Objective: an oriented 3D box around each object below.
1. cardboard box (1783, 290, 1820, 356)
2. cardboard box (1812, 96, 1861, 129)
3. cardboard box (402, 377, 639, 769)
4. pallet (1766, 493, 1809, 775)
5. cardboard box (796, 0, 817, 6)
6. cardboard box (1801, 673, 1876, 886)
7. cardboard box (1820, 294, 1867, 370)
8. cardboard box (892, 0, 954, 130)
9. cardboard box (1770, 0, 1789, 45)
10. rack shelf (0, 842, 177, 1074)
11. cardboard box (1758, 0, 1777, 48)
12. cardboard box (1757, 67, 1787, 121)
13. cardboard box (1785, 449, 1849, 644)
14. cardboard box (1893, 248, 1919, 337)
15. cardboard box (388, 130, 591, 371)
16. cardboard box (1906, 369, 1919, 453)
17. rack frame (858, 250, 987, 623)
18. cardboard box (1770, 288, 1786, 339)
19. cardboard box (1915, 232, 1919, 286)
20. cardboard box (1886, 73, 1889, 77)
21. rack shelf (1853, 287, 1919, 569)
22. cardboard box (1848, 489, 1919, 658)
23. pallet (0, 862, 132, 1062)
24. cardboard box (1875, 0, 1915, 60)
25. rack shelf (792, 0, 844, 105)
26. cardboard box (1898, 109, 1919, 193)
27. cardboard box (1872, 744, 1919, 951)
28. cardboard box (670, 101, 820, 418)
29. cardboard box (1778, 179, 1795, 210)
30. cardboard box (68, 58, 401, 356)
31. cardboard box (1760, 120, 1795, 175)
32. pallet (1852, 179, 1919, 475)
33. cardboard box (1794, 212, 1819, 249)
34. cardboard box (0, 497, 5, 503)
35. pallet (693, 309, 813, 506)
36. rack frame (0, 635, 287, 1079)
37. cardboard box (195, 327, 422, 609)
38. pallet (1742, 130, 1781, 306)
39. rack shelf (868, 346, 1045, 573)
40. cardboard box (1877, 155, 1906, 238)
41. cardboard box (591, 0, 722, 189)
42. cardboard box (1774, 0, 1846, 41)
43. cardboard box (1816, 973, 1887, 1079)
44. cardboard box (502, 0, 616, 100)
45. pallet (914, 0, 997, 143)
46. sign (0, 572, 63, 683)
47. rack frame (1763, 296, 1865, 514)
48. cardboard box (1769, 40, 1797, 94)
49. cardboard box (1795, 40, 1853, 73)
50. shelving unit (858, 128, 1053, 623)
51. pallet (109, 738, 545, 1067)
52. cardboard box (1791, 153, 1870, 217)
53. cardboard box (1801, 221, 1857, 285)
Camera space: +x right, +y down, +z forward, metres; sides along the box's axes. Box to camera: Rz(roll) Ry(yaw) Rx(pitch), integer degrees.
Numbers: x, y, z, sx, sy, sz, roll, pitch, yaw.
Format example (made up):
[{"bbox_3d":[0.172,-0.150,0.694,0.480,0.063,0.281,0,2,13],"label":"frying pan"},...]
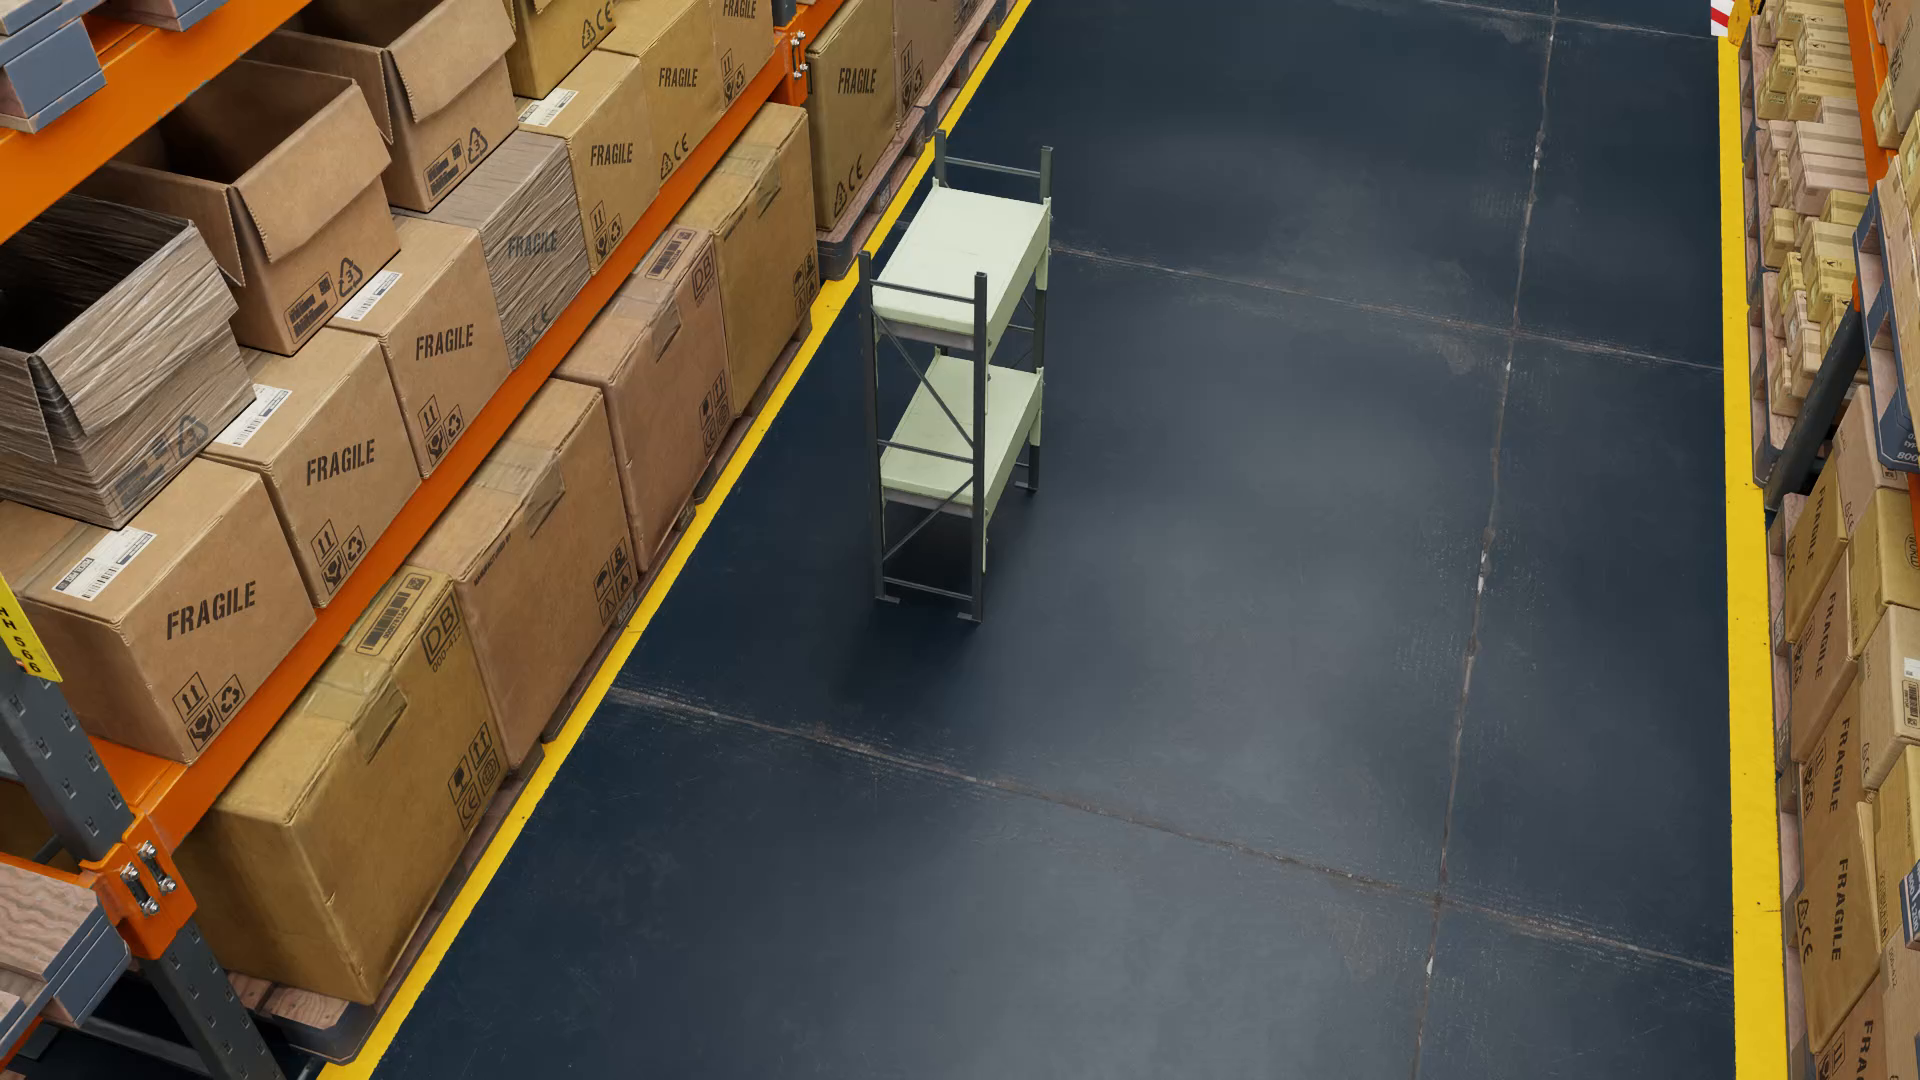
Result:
[{"bbox_3d":[3.433,-0.815,6.464,0.380,0.149,0.250,11,45,11],"label":"cardboard box"},{"bbox_3d":[3.935,-1.781,7.238,0.380,0.149,0.250,13,46,13],"label":"cardboard box"},{"bbox_3d":[-1.831,-0.008,5.332,1.225,0.875,0.875,13,46,13],"label":"cardboard box"},{"bbox_3d":[3.336,0.399,5.692,1.003,0.211,1.213,13,46,13],"label":"pallet"},{"bbox_3d":[-0.719,-2.272,6.607,0.380,0.149,0.250,13,46,13],"label":"cardboard box"},{"bbox_3d":[2.790,0.767,4.808,0.500,0.500,0.500,13,46,13],"label":"cardboard box"},{"bbox_3d":[3.430,-0.753,6.188,0.380,0.149,0.250,14,46,14],"label":"cardboard box"},{"bbox_3d":[-0.577,-2.649,8.031,0.875,0.875,0.875,13,46,13],"label":"cardboard box"},{"bbox_3d":[4.242,-2.556,8.242,0.380,0.149,0.250,12,46,12],"label":"cardboard box"},{"bbox_3d":[-2.943,2.021,2.554,1.077,0.370,4.000,13,46,13],"label":"rack shelf"},{"bbox_3d":[4.318,-2.633,8.534,0.380,0.149,0.250,13,46,13],"label":"cardboard box"},{"bbox_3d":[4.066,-2.127,8.017,0.380,0.149,0.250,13,46,13],"label":"cardboard box"},{"bbox_3d":[3.094,0.062,5.529,0.500,0.500,0.500,14,46,14],"label":"cardboard box"},{"bbox_3d":[2.855,-0.661,4.660,0.380,0.149,0.250,13,46,13],"label":"cardboard box"},{"bbox_3d":[-1.472,-0.890,4.944,0.500,0.500,0.500,13,46,13],"label":"cardboard box"},{"bbox_3d":[2.701,-0.324,4.316,0.380,0.149,0.250,11,45,11],"label":"cardboard box"},{"bbox_3d":[-0.113,-0.288,5.472,0.400,1.500,0.023,13,46,12],"label":"rack frame"},{"bbox_3d":[3.541,-0.927,6.791,0.380,0.149,0.250,11,45,11],"label":"cardboard box"},{"bbox_3d":[2.858,-0.774,4.562,0.380,0.149,0.250,14,46,13],"label":"cardboard box"},{"bbox_3d":[3.546,-1.628,5.948,0.380,0.149,0.250,14,46,14],"label":"cardboard box"},{"bbox_3d":[2.965,0.473,4.136,1.077,0.370,4.000,13,46,13],"label":"rack shelf"},{"bbox_3d":[2.936,0.150,4.903,0.500,0.250,0.500,14,46,14],"label":"cardboard box"},{"bbox_3d":[-2.452,0.997,3.224,1.213,0.211,1.003,13,46,13],"label":"pallet"},{"bbox_3d":[3.606,-1.988,5.852,0.500,0.500,0.500,11,46,11],"label":"cardboard box"},{"bbox_3d":[-0.520,-3.311,8.004,1.077,0.370,4.000,13,46,13],"label":"rack shelf"},{"bbox_3d":[3.013,-1.119,4.915,0.380,0.149,0.250,13,46,13],"label":"cardboard box"},{"bbox_3d":[2.628,0.838,4.199,0.500,0.250,0.500,14,46,13],"label":"cardboard box"},{"bbox_3d":[-1.301,-1.195,6.546,1.225,0.875,0.875,13,46,13],"label":"cardboard box"},{"bbox_3d":[3.821,-1.432,7.306,0.380,0.149,0.250,13,46,13],"label":"cardboard box"},{"bbox_3d":[-1.901,-0.881,4.217,0.797,0.503,0.637,14,46,13],"label":"cardboard box"},{"bbox_3d":[3.921,-1.790,7.672,0.380,0.149,0.250,10,45,11],"label":"cardboard box"},{"bbox_3d":[3.200,-0.570,4.825,1.003,0.211,1.213,13,46,13],"label":"pallet"},{"bbox_3d":[3.725,-1.318,6.977,0.380,0.149,0.250,14,46,13],"label":"cardboard box"},{"bbox_3d":[-2.424,0.014,4.020,0.500,0.500,0.500,14,46,14],"label":"cardboard box"},{"bbox_3d":[-1.288,-0.708,6.823,1.003,0.211,1.213,13,46,13],"label":"pallet"},{"bbox_3d":[-2.337,0.431,3.665,1.000,3.000,0.127,13,46,13],"label":"rack frame"},{"bbox_3d":[-1.777,-0.215,4.254,0.500,0.500,0.500,11,46,11],"label":"cardboard box"},{"bbox_3d":[4.108,-1.392,7.521,1.003,0.211,1.213,13,46,13],"label":"pallet"},{"bbox_3d":[-0.002,-0.299,5.949,0.431,0.370,0.720,13,46,12],"label":"rack shelf"},{"bbox_3d":[3.013,-1.013,5.019,0.380,0.149,0.250,11,45,11],"label":"cardboard box"},{"bbox_3d":[-1.164,-1.573,5.641,0.500,0.500,0.500,14,46,14],"label":"cardboard box"},{"bbox_3d":[4.132,-2.500,7.973,0.380,0.149,0.250,12,46,12],"label":"cardboard box"},{"bbox_3d":[2.470,1.453,4.108,0.500,0.500,0.500,14,46,14],"label":"cardboard box"},{"bbox_3d":[-1.530,-1.747,5.102,0.797,0.503,0.637,13,46,13],"label":"cardboard box"},{"bbox_3d":[-0.453,-2.545,8.700,1.003,0.211,1.213,13,46,12],"label":"pallet"},{"bbox_3d":[-1.817,0.154,3.177,0.100,0.325,0.005,13,46,13],"label":"sign"},{"bbox_3d":[3.570,-1.117,5.247,1.000,3.000,0.127,13,46,13],"label":"rack frame"},{"bbox_3d":[4.071,-2.226,7.905,0.380,0.149,0.250,14,46,14],"label":"cardboard box"},{"bbox_3d":[4.043,-2.134,7.599,0.380,0.149,0.250,14,46,14],"label":"cardboard box"},{"bbox_3d":[-0.002,-0.532,5.721,0.431,1.500,0.755,13,46,12],"label":"shelving unit"},{"bbox_3d":[-2.027,0.918,5.161,1.003,0.211,1.213,13,46,13],"label":"pallet"},{"bbox_3d":[3.685,-1.456,6.906,0.380,0.149,0.250,10,45,11],"label":"cardboard box"},{"bbox_3d":[3.538,-1.100,6.542,0.380,0.149,0.250,12,46,12],"label":"cardboard box"}]
